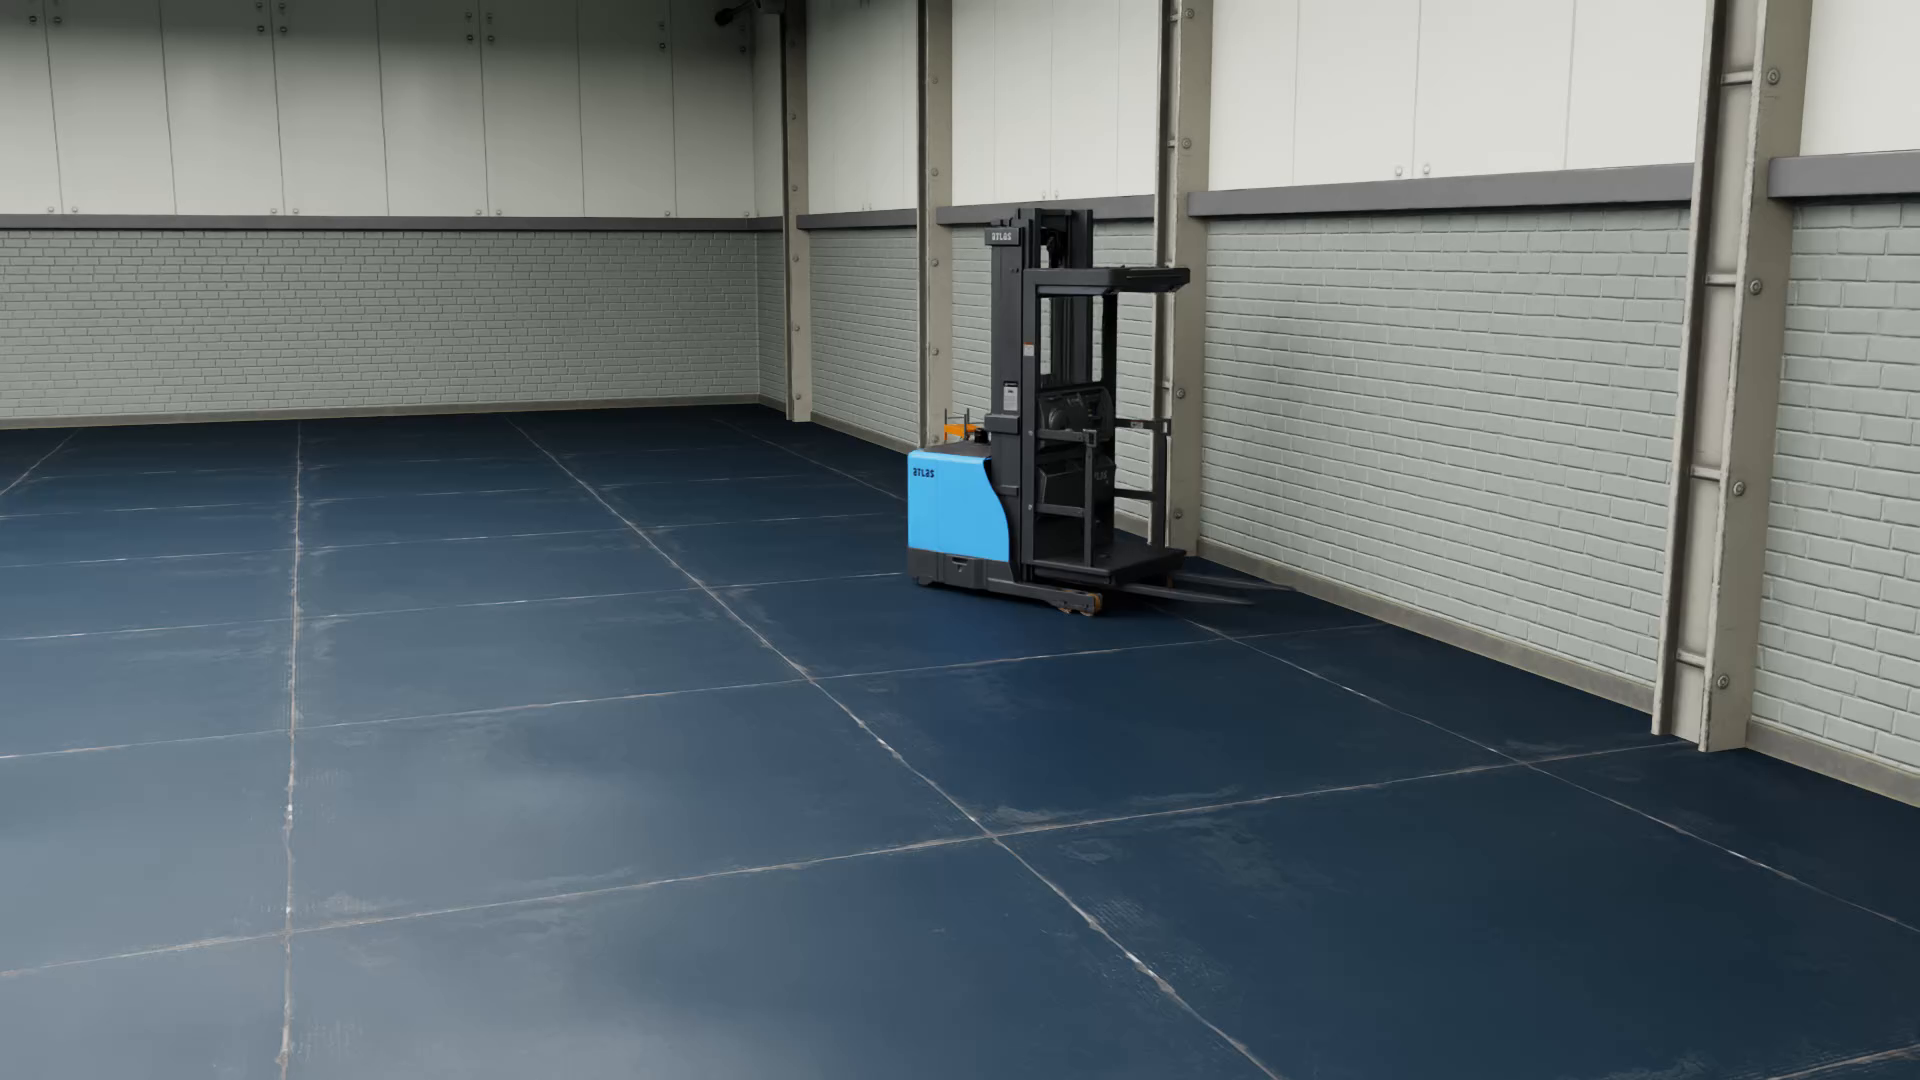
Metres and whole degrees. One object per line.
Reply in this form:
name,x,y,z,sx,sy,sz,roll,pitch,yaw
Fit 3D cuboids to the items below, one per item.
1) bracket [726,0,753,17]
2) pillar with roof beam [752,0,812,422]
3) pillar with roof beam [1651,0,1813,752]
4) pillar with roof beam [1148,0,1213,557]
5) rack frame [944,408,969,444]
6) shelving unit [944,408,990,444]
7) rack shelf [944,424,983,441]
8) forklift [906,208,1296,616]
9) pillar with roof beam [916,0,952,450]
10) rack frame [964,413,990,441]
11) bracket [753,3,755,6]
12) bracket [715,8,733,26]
bracket,-3.599,-8.384,26.410,0.076,0.066,3.189,-4,11,-21
pillar with roof beam,-6.486,-6.003,23.303,9.100,9.000,0.548,-4,11,-21
pillar with roof beam,0.037,-3.065,6.785,9.100,9.000,0.400,-4,11,-21
pillar with roof beam,-2.137,-4.044,12.291,9.100,9.000,0.400,-4,11,-21
rack frame,-0.028,-0.604,15.217,0.240,1.200,0.015,-4,11,-21
shelving unit,0.060,-0.564,14.993,0.258,1.200,0.503,-4,11,-21
rack shelf,0.060,-0.951,14.924,0.258,0.148,0.480,-4,11,-21
forklift,1.040,-0.992,12.459,3.031,2.935,1.130,8,13,38
pillar with roof beam,-4.311,-5.024,17.797,9.100,9.000,0.400,-4,11,-21
rack frame,0.148,-0.524,14.769,0.240,1.200,0.015,-4,11,-21
bracket,-2.954,-8.094,24.777,0.235,0.232,0.430,-4,11,-21
bracket,-3.813,-8.480,26.952,0.235,0.232,0.430,-4,11,-21
